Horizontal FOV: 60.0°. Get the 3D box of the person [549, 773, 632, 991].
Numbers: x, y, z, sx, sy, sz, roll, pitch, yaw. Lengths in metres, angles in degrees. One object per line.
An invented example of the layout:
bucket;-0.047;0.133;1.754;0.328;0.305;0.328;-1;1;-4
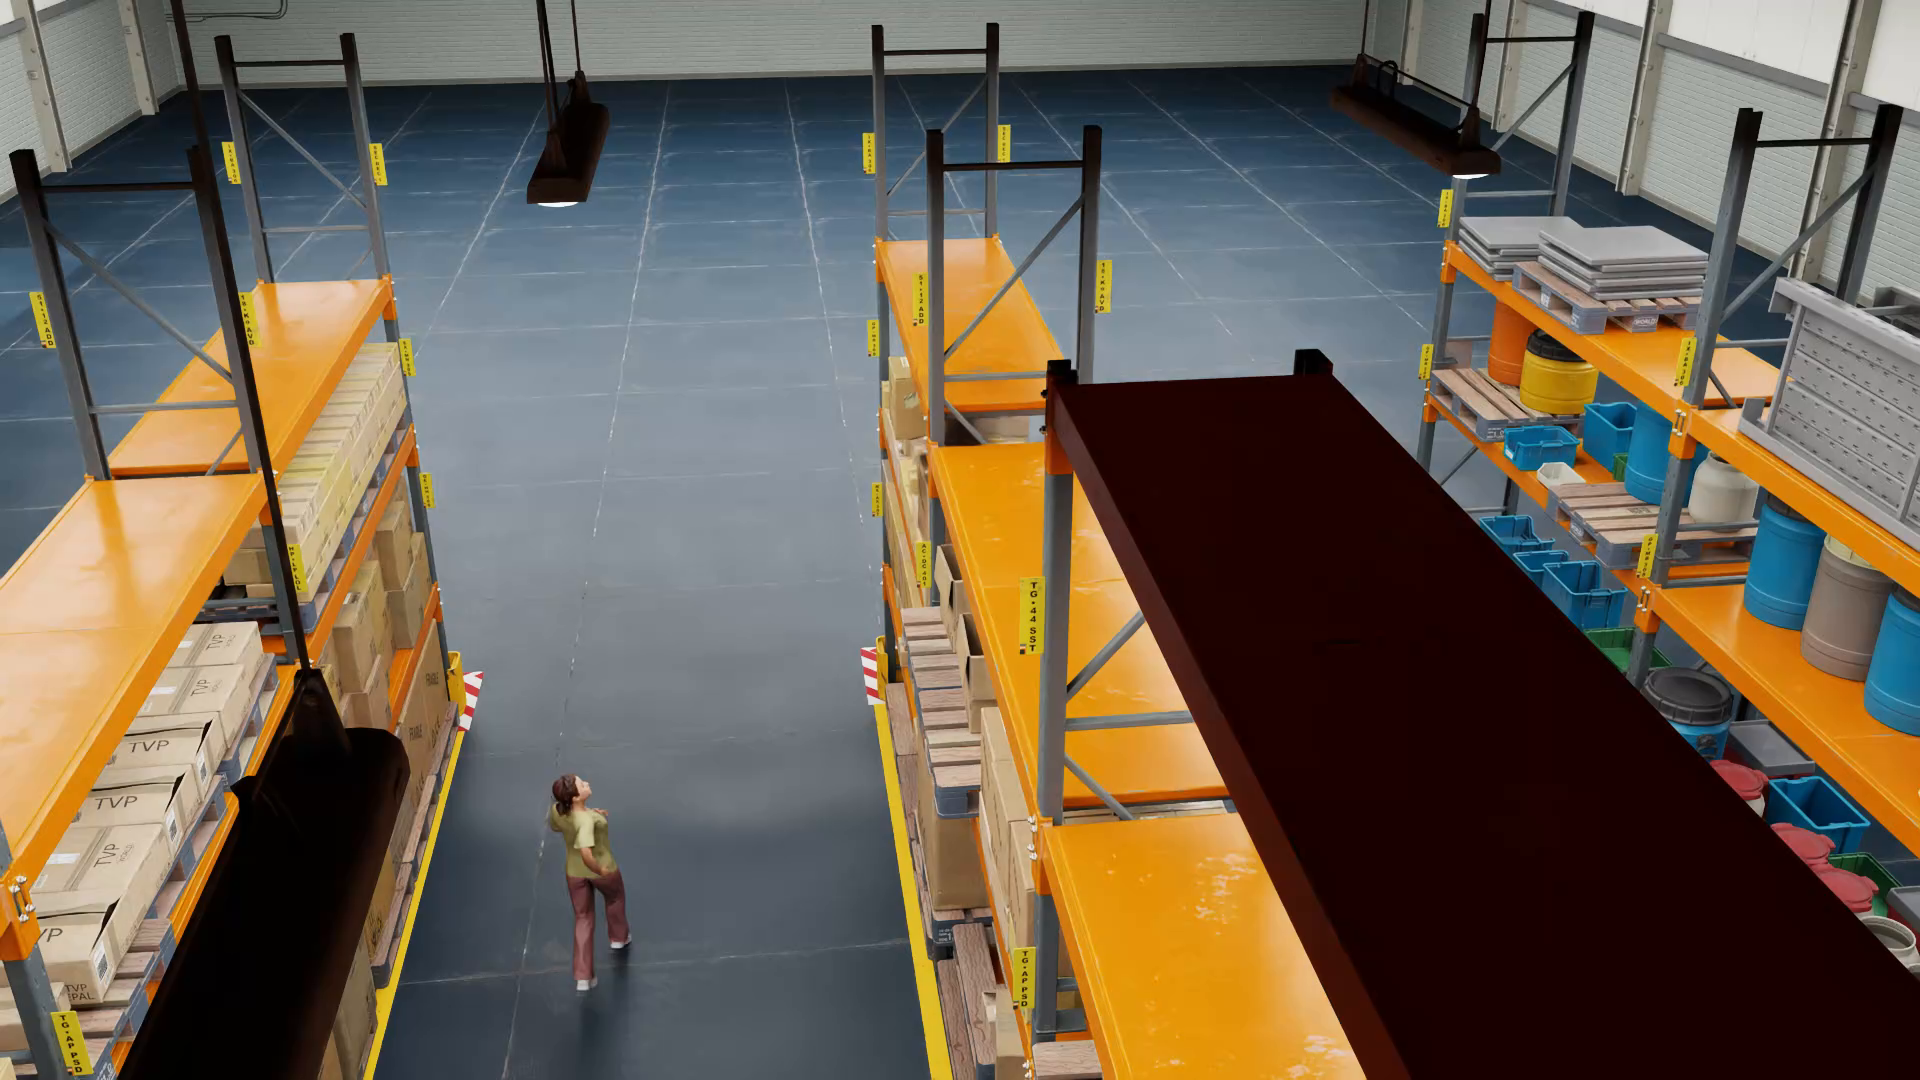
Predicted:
person;-2.629;2.355;11.629;0.474;1.690;0.865;0;25;1
